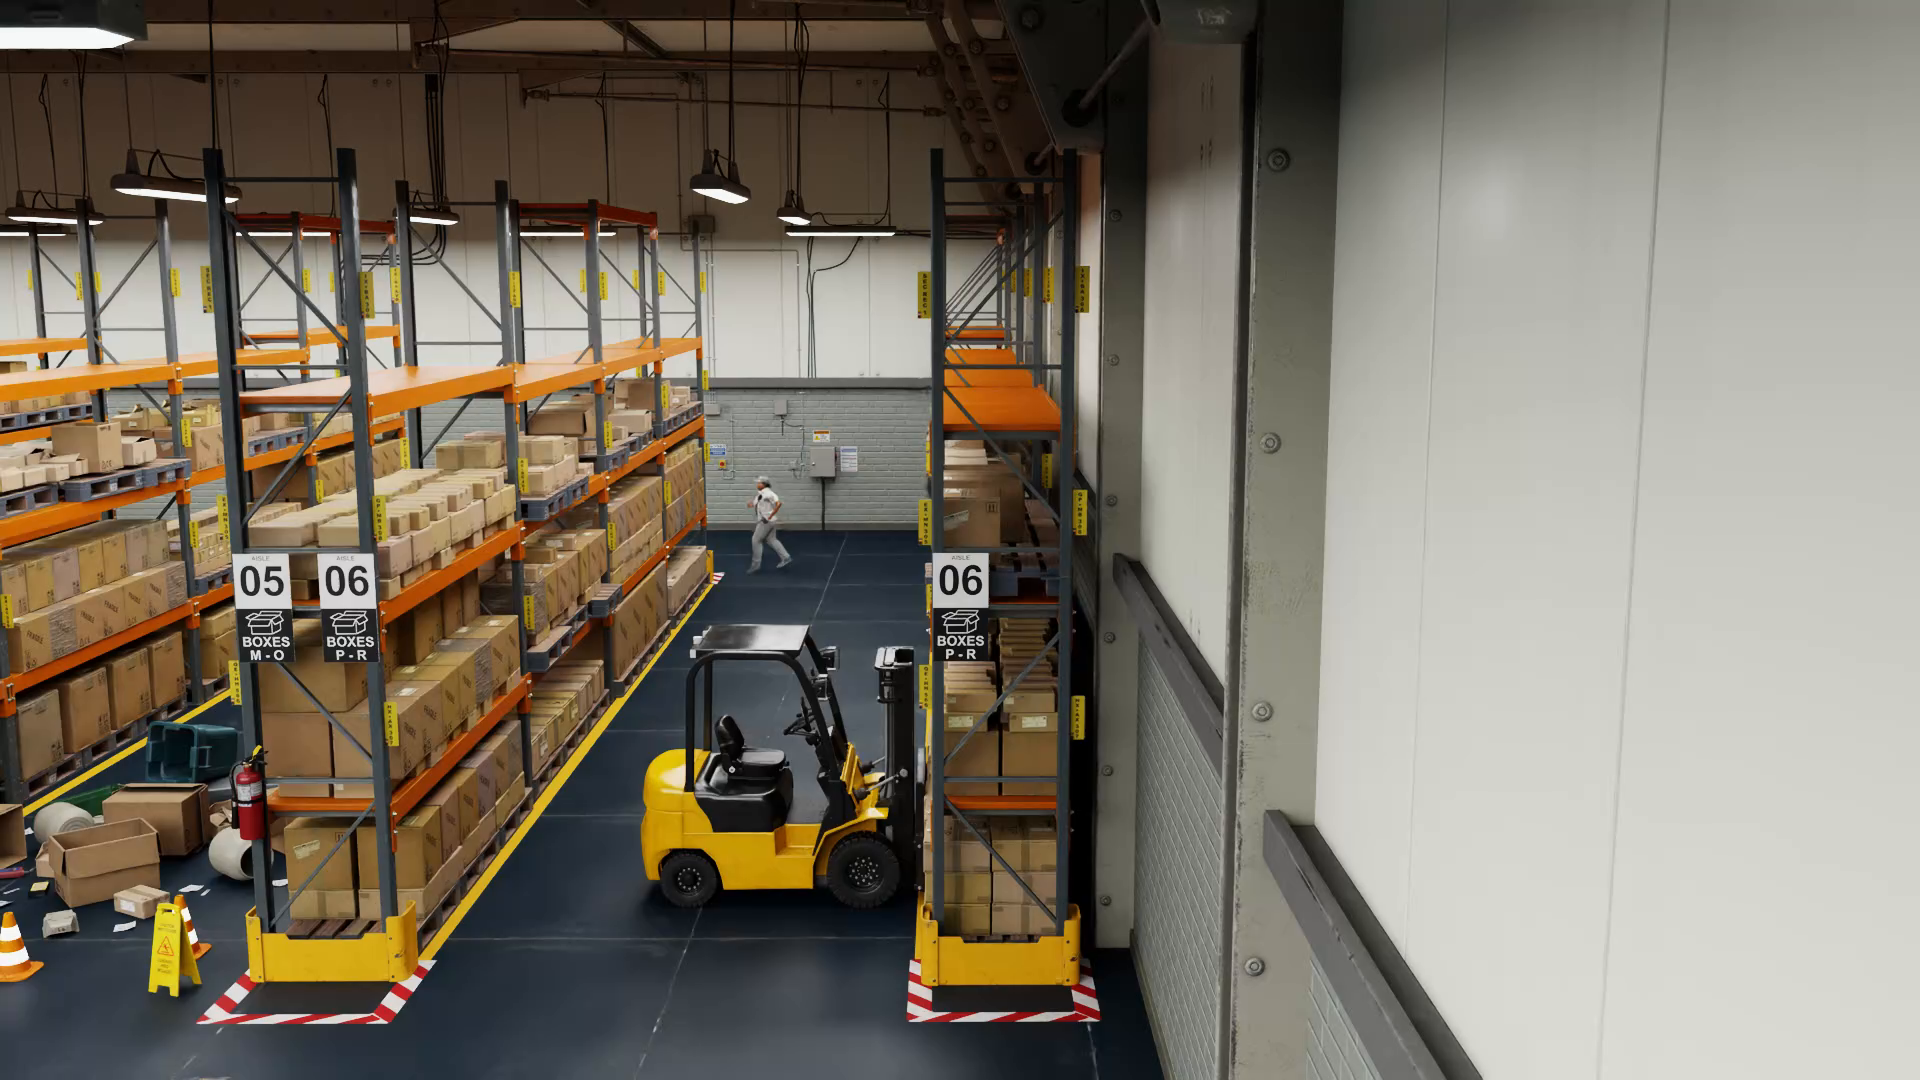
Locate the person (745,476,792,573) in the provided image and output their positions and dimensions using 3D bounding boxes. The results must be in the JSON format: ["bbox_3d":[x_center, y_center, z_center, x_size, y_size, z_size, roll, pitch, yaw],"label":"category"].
[{"bbox_3d":[-3.346,-0.278,29.006,0.827,1.715,0.581,-1,9,-6],"label":"person"}]
